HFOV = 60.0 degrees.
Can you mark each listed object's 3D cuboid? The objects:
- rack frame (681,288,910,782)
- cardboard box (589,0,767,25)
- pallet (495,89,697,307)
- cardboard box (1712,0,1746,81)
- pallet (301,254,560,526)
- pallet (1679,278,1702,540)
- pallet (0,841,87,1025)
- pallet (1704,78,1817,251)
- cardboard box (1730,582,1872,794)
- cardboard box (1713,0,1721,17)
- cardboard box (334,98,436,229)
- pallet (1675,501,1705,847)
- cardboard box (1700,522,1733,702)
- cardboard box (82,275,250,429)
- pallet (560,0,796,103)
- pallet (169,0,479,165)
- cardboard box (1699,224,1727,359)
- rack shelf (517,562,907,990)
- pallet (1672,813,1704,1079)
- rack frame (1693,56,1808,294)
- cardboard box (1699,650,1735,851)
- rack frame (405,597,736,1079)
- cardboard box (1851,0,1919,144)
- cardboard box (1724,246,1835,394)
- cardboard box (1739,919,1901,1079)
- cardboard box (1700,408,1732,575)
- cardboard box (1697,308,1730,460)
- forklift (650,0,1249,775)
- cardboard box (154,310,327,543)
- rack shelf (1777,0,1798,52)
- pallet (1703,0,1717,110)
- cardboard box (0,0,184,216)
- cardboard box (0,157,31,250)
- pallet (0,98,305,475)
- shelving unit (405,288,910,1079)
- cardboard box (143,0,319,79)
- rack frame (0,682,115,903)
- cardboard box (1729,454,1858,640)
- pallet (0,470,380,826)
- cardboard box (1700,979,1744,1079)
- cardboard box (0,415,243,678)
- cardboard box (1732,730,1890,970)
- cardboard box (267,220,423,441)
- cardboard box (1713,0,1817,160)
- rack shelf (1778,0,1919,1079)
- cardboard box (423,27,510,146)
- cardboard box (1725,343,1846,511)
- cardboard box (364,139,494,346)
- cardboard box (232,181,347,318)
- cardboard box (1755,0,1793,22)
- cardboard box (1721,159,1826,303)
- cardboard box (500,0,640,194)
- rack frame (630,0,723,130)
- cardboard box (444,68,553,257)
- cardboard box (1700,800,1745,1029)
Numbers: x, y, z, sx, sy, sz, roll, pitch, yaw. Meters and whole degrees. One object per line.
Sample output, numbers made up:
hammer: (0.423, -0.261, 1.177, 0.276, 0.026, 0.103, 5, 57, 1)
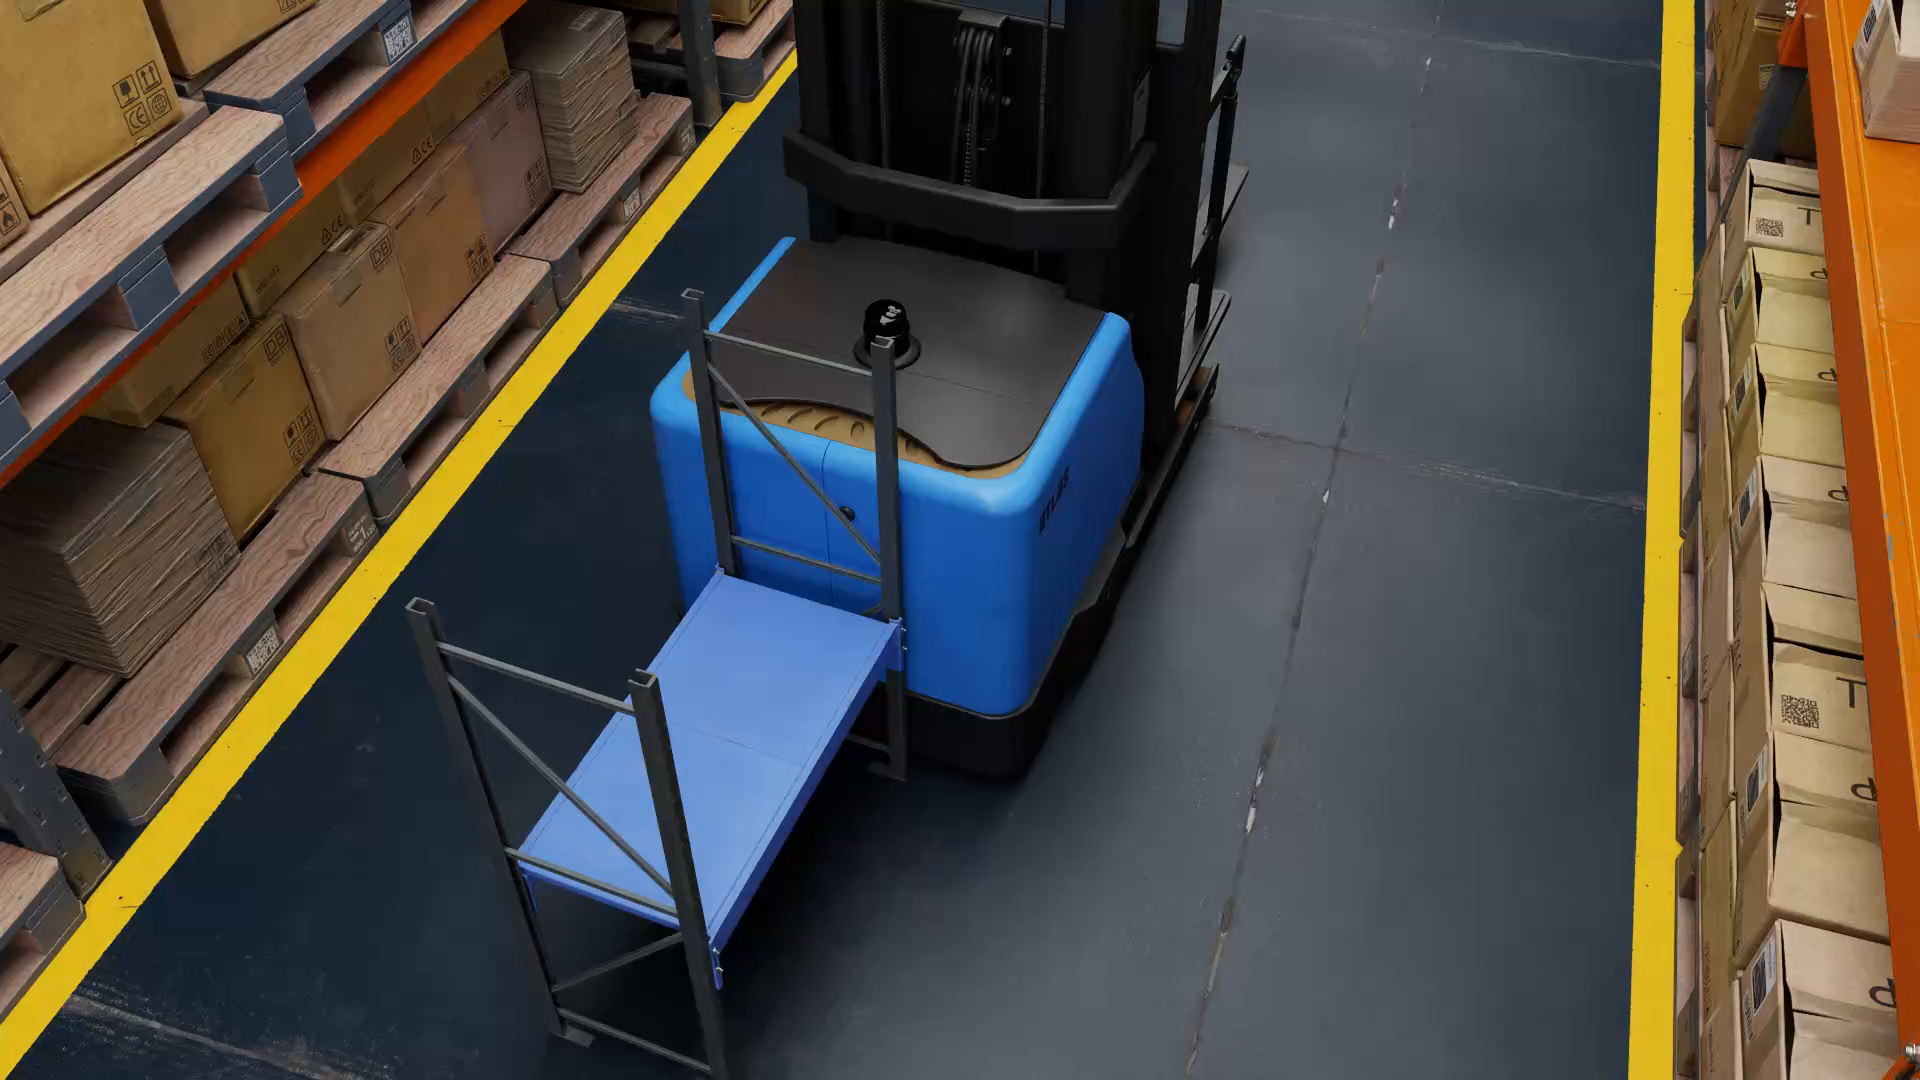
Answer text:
rack frame: (-0.377, 0.055, 4.122, 0.500, 1.500, 0.032, 16, 47, 16)
cardboard box: (-1.160, -2.793, 7.197, 0.750, 0.750, 0.750, 12, 46, 12)
pallet: (-1.746, -1.432, 6.562, 1.003, 0.211, 1.213, 13, 46, 13)
cardboard box: (3.431, -2.184, 6.810, 0.500, 0.500, 0.500, 11, 45, 11)
pallet: (-2.117, -0.621, 5.734, 1.003, 0.211, 1.213, 13, 46, 13)
pallet: (2.928, -0.365, 5.472, 1.003, 0.211, 1.213, 13, 46, 13)
pallet: (-2.889, 1.169, 3.905, 1.003, 0.211, 1.213, 13, 46, 13)
pallet: (3.477, -1.395, 6.525, 1.003, 0.211, 1.213, 13, 46, 13)
cardboard box: (2.158, 0.385, 3.976, 0.500, 0.311, 0.500, 12, 46, 12)
cardboard box: (3.584, -2.535, 7.169, 0.500, 0.500, 0.500, 11, 45, 11)
cardboard box: (-2.059, -1.279, 5.349, 0.500, 0.250, 0.500, 12, 46, 12)
pallet: (2.557, 0.445, 4.644, 1.003, 0.211, 1.213, 13, 46, 13)
cardboard box: (2.317, 0.242, 4.524, 0.500, 0.250, 0.500, 13, 46, 13)
cardboard box: (-2.382, -0.603, 4.658, 0.500, 0.250, 0.500, 12, 46, 12)
pallet: (-1.197, -2.462, 7.615, 1.003, 0.211, 1.213, 13, 46, 13)
pallet: (-2.068, -1.552, 4.829, 1.003, 0.211, 1.213, 13, 46, 13)
cardboard box: (2.776, -0.783, 5.571, 0.500, 0.250, 0.500, 12, 46, 12)
rack shelf: (-0.568, 0.513, 3.911, 0.538, 0.185, 1.000, 16, 47, 16)
pallet: (2.189, 1.261, 3.810, 1.003, 0.211, 1.213, 13, 46, 13)
rack frame: (3.215, -1.902, 5.049, 1.000, 3.000, 0.127, 13, 46, 13)
cardboard box: (2.162, 0.581, 4.177, 0.500, 0.250, 0.500, 13, 46, 13)
rack frame: (-0.758, 0.714, 3.448, 0.500, 1.500, 0.032, 16, 47, 16)
cardboard box: (2.759, -1.315, 4.513, 0.500, 0.311, 0.500, 12, 46, 12)
cardboard box: (2.625, -0.631, 5.015, 0.500, 0.311, 0.500, 11, 46, 12)
cardboard box: (1.853, 1.065, 3.281, 0.500, 0.311, 0.500, 13, 46, 13)
cardboard box: (2.473, -0.100, 4.873, 0.500, 0.250, 0.500, 11, 46, 11)
cardboard box: (2.625, -0.448, 5.228, 0.500, 0.250, 0.500, 11, 46, 11)
forklift: (0.235, -1.455, 4.642, 1.130, 2.935, 3.031, 16, 47, 16)
cardboard box: (-2.403, -0.396, 4.983, 0.700, 0.500, 0.500, 12, 46, 12)
rack shelf: (3.820, -2.978, 6.663, 1.077, 0.370, 4.000, 13, 46, 13)
pallet: (3.848, -2.206, 7.353, 1.003, 0.211, 1.213, 13, 46, 13)
cardboard box: (-2.356, -1.179, 3.924, 0.700, 0.500, 0.500, 17, 47, 17)
cardboard box: (-2.532, -0.808, 3.545, 0.700, 0.500, 0.500, 13, 46, 13)
pallet: (-2.349, -0.693, 3.951, 1.003, 0.211, 1.213, 13, 46, 13)
shelving unit: (-0.568, 0.384, 3.785, 0.538, 1.500, 1.048, 16, 47, 16)
cardboard box: (-2.187, -1.624, 4.379, 0.700, 0.500, 0.500, 19, 47, 18)
rack frame: (-2.719, -0.283, 3.394, 1.000, 3.000, 0.127, 13, 46, 13)
cardboard box: (2.313, 0.051, 4.318, 0.500, 0.311, 0.500, 12, 46, 12)
pallet: (-2.485, 0.194, 4.900, 1.003, 0.211, 1.213, 13, 46, 13)
cardboard box: (1.852, 1.259, 3.485, 0.500, 0.250, 0.500, 12, 46, 12)
cardboard box: (-2.512, -0.041, 4.620, 0.700, 0.500, 0.500, 14, 46, 14)
cardboard box: (2.004, 0.717, 3.637, 0.500, 0.311, 0.500, 14, 46, 14)
cardboard box: (-2.210, -0.727, 5.321, 0.700, 0.500, 0.500, 13, 46, 13)
cardboard box: (3.274, -1.839, 6.458, 0.500, 0.500, 0.500, 14, 46, 14)
rack shelf: (2.609, -0.312, 3.939, 1.077, 0.370, 4.000, 13, 46, 13)
cardboard box: (-1.908, -1.623, 5.701, 0.500, 0.250, 0.500, 13, 46, 13)
cardboard box: (2.468, -0.292, 4.668, 0.500, 0.311, 0.500, 11, 46, 11)
cardboard box: (-2.066, -1.066, 5.667, 0.700, 0.500, 0.500, 12, 46, 12)
cardboard box: (-2.228, -0.951, 5.013, 0.500, 0.250, 0.500, 11, 46, 11)
cardboard box: (3.287, -2.146, 6.235, 0.500, 0.250, 0.500, 14, 46, 14)
cardboard box: (2.776, -0.983, 5.375, 0.500, 0.311, 0.500, 14, 46, 14)
cardboard box: (-1.676, -1.722, 6.338, 0.700, 0.500, 0.500, 13, 46, 13)
rack frame: (-1.508, -2.949, 6.119, 1.000, 3.000, 0.127, 13, 46, 13)
cardboard box: (-1.943, -1.403, 6.012, 0.700, 0.500, 0.500, 12, 46, 12)
cardboard box: (2.007, 0.922, 3.829, 0.500, 0.250, 0.500, 12, 46, 12)
